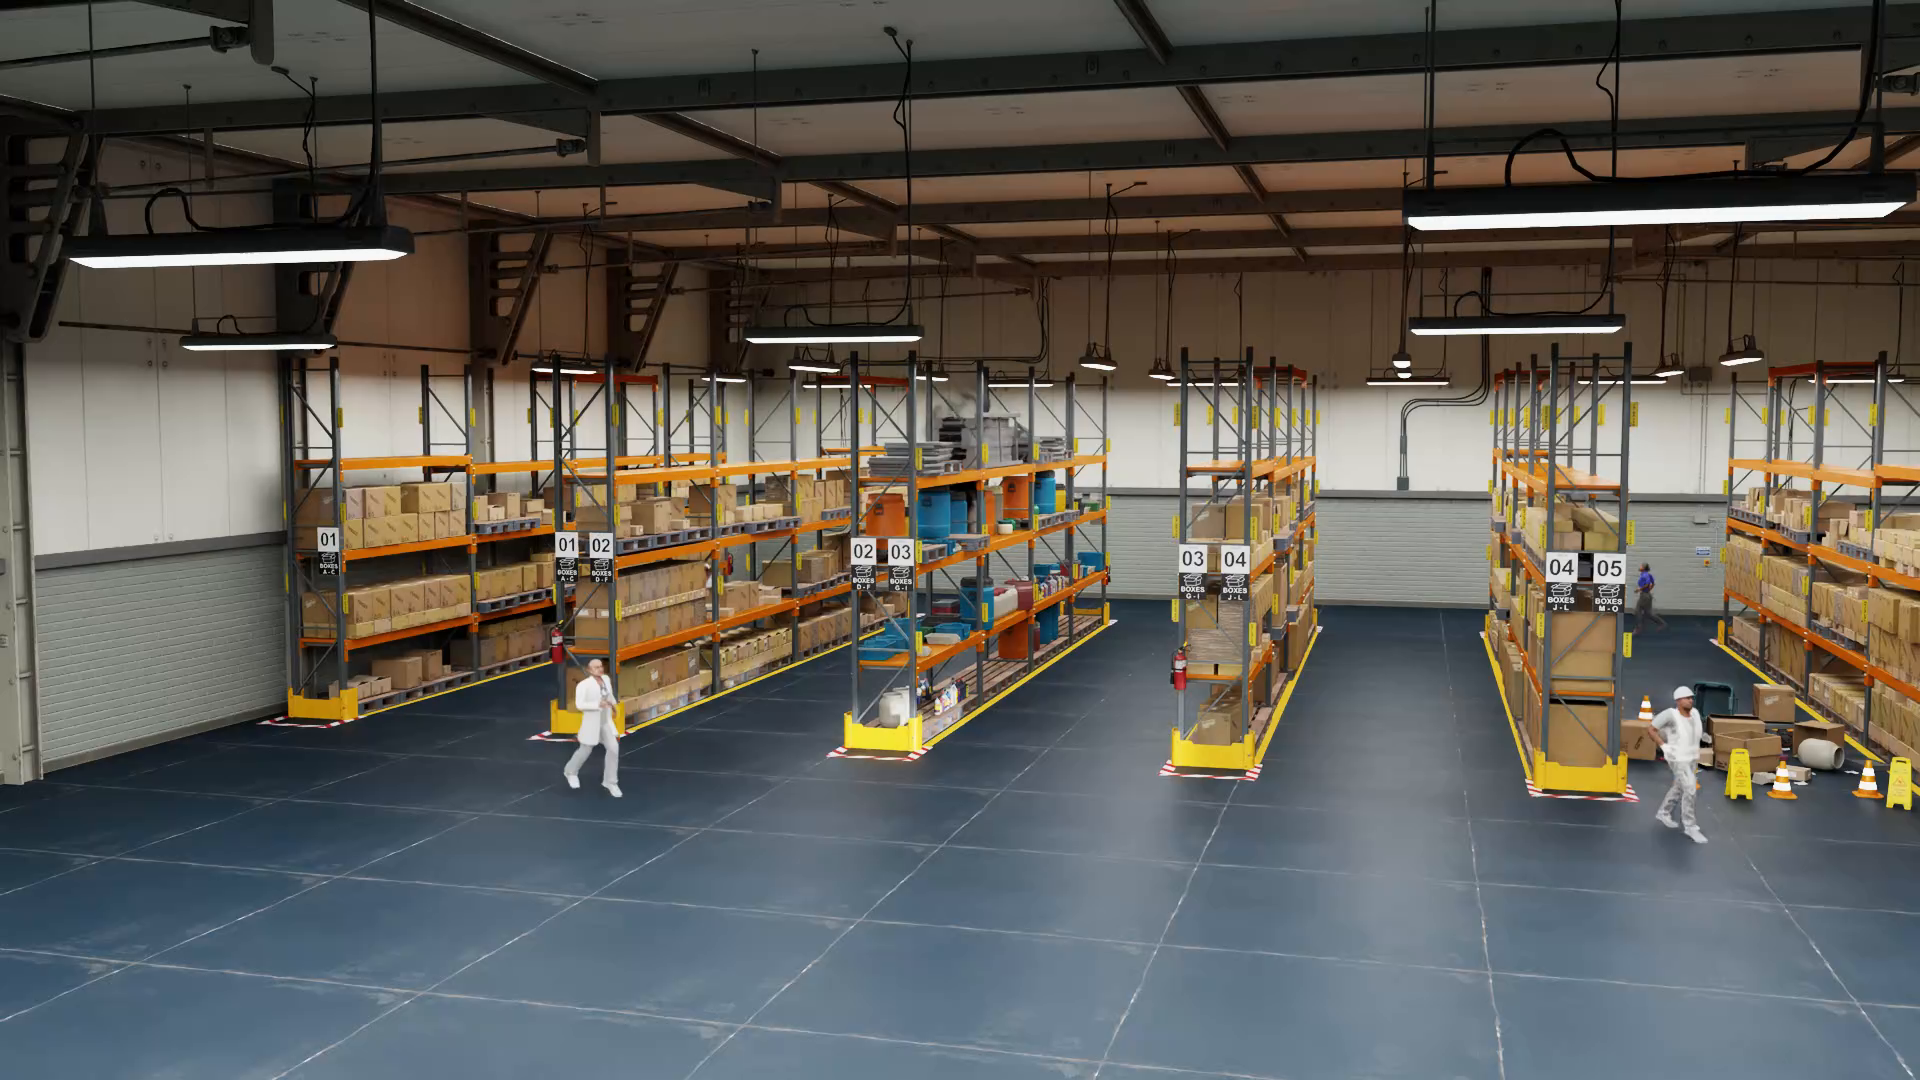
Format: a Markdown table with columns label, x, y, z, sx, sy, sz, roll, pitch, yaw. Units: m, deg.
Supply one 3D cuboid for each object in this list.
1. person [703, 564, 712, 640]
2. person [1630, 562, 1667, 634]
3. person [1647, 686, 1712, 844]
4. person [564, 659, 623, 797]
| label | x | y | z | sx | sy | sz | roll | pitch | yaw |
| --- | --- | --- | --- | --- | --- | --- | --- | --- | --- |
| person | -5.648 | 1.407 | 37.058 | 0.665 | 1.761 | 0.796 | 0 | 4 | 3 |
| person | 15.896 | 1.368 | 38.371 | 0.798 | 1.692 | 0.574 | 2 | 5 | 22 |
| person | 8.620 | 2.648 | 19.860 | 0.671 | 1.825 | 0.789 | -3 | 5 | -32 |
| person | -4.885 | 2.485 | 22.211 | 0.991 | 1.831 | 0.730 | 4 | 6 | 43 |
